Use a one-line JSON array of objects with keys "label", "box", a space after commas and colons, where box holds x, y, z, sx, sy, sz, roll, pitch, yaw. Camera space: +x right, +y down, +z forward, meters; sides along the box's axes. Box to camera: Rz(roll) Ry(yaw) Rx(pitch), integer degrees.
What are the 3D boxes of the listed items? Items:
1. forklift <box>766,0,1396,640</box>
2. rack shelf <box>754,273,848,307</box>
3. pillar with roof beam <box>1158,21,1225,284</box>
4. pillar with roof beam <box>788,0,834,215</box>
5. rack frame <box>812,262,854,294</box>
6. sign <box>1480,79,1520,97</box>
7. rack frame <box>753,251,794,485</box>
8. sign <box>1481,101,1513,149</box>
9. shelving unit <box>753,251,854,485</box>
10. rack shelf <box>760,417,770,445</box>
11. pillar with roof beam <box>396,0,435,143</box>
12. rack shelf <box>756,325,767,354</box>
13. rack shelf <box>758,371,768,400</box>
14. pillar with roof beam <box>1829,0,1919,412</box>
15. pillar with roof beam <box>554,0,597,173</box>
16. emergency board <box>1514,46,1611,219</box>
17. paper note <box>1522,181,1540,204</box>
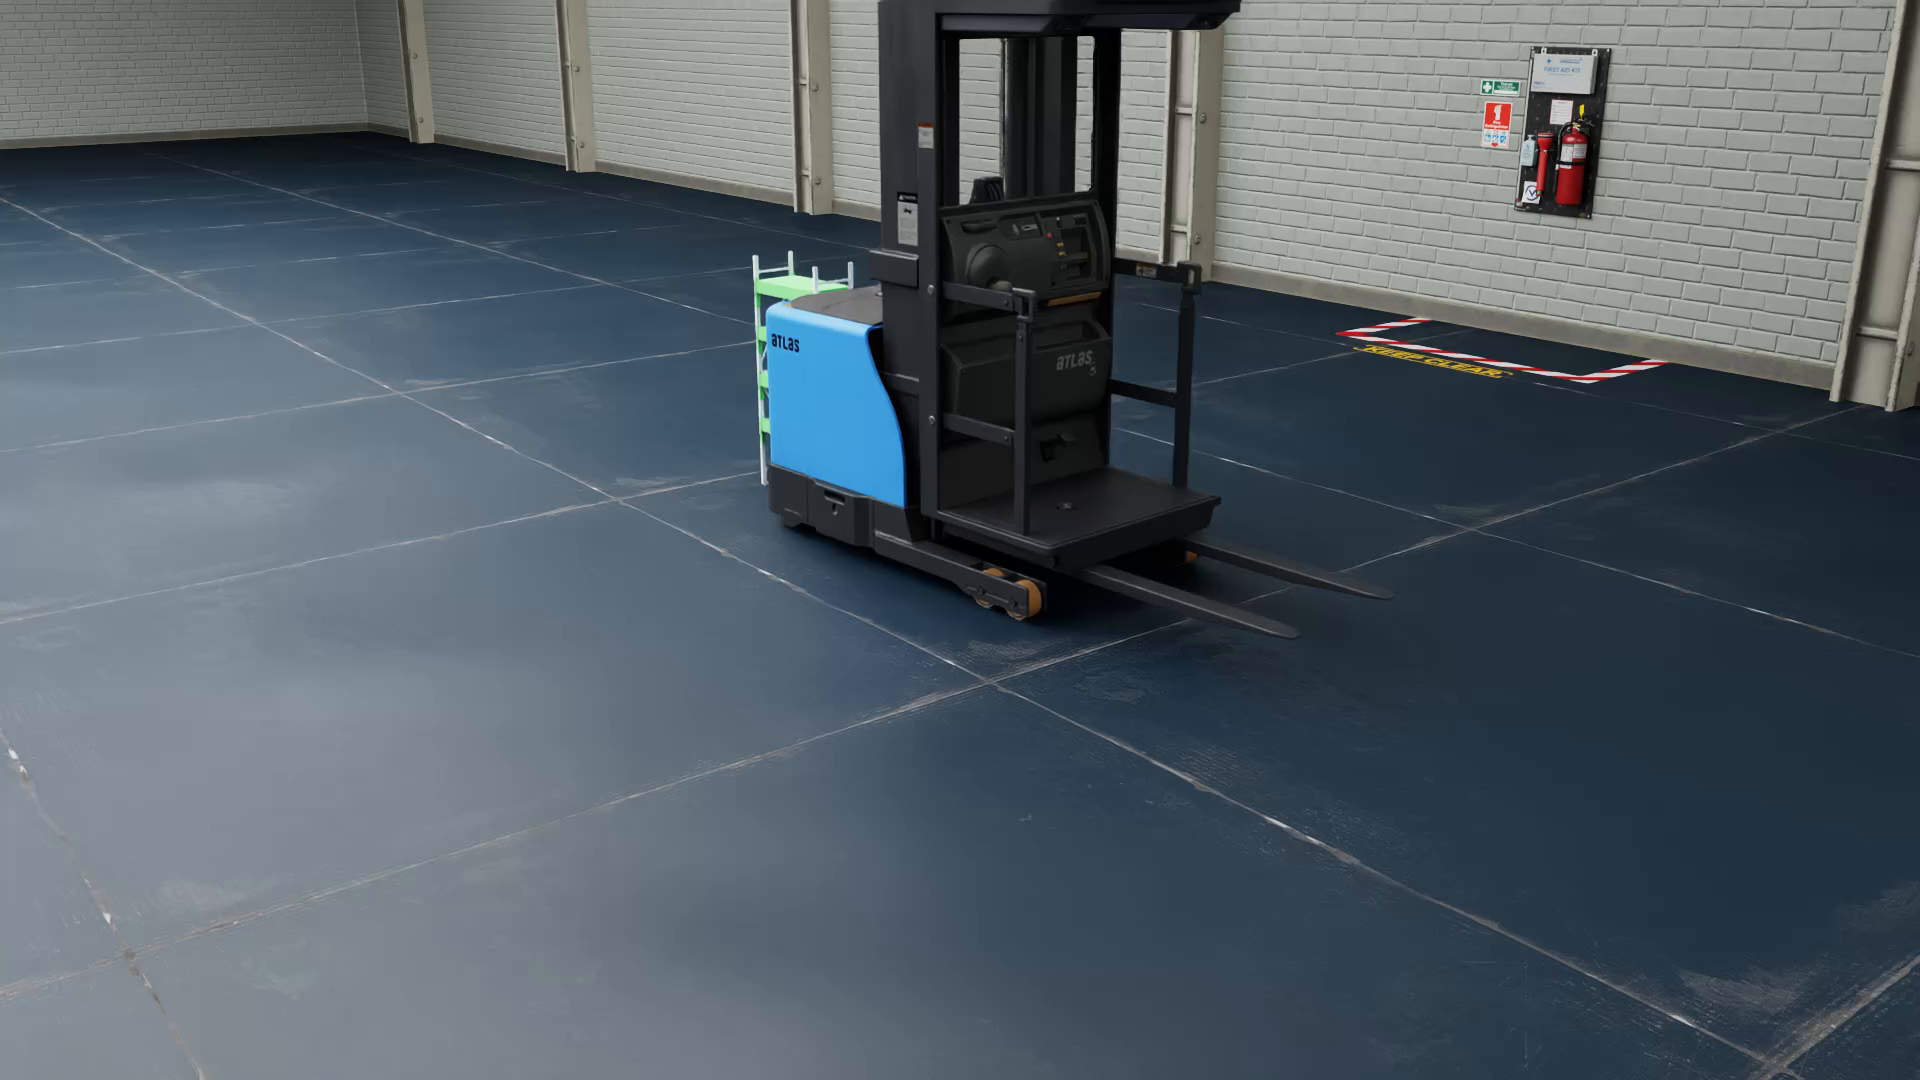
[{"label": "forklift", "box": [0.437, -1.241, 6.949, 1.130, 2.935, 3.031, -16, 24, -40]}, {"label": "rack shelf", "box": [-0.783, -1.222, 8.320, 0.258, 0.148, 0.480, -16, 24, -40]}, {"label": "pillar with roof beam", "box": [-1.351, -5.777, 10.994, 9.100, 9.000, 0.400, -14, 23, -36]}, {"label": "pillar with roof beam", "box": [-5.076, -7.256, 15.459, 9.100, 9.000, 0.400, -14, 23, -36]}, {"label": "rack frame", "box": [-0.618, -0.770, 8.280, 0.240, 1.200, 0.015, -16, 24, -40]}, {"label": "sign", "box": [3.978, -3.329, 12.246, 0.001, 0.109, 0.331, -14, 23, -36]}, {"label": "rack frame", "box": [-0.948, -0.884, 8.622, 0.240, 1.200, 0.015, -16, 24, -40]}, {"label": "sign", "box": [3.982, -3.081, 12.338, 0.001, 0.329, 0.234, -14, 23, -36]}, {"label": "shelving unit", "box": [-0.783, -0.827, 8.451, 0.258, 1.200, 0.503, -16, 24, -40]}, {"label": "rack shelf", "box": [-0.783, -0.538, 8.547, 0.258, 0.148, 0.480, -16, 24, -40]}, {"label": "pillar with roof beam", "box": [-12.527, -10.213, 24.389, 9.100, 9.000, 0.400, -14, 23, -36]}, {"label": "rack shelf", "box": [-0.783, -0.994, 8.396, 0.258, 0.148, 0.480, -16, 24, -40]}, {"label": "rack shelf", "box": [-0.783, -0.766, 8.471, 0.258, 0.148, 0.480, -16, 24, -40]}, {"label": "pillar with roof beam", "box": [2.374, -4.299, 6.529, 9.100, 9.000, 0.400, -14, 23, -36]}, {"label": "pillar with roof beam", "box": [-8.802, -8.734, 19.924, 9.100, 9.000, 0.400, -14, 23, -36]}, {"label": "emergency board", "box": [4.245, -2.907, 11.871, 0.194, 1.169, 0.643, -14, 23, -36]}, {"label": "paper note", "box": [4.189, -2.546, 12.182, 0.016, 0.148, 0.142, -14, 23, -36]}]
